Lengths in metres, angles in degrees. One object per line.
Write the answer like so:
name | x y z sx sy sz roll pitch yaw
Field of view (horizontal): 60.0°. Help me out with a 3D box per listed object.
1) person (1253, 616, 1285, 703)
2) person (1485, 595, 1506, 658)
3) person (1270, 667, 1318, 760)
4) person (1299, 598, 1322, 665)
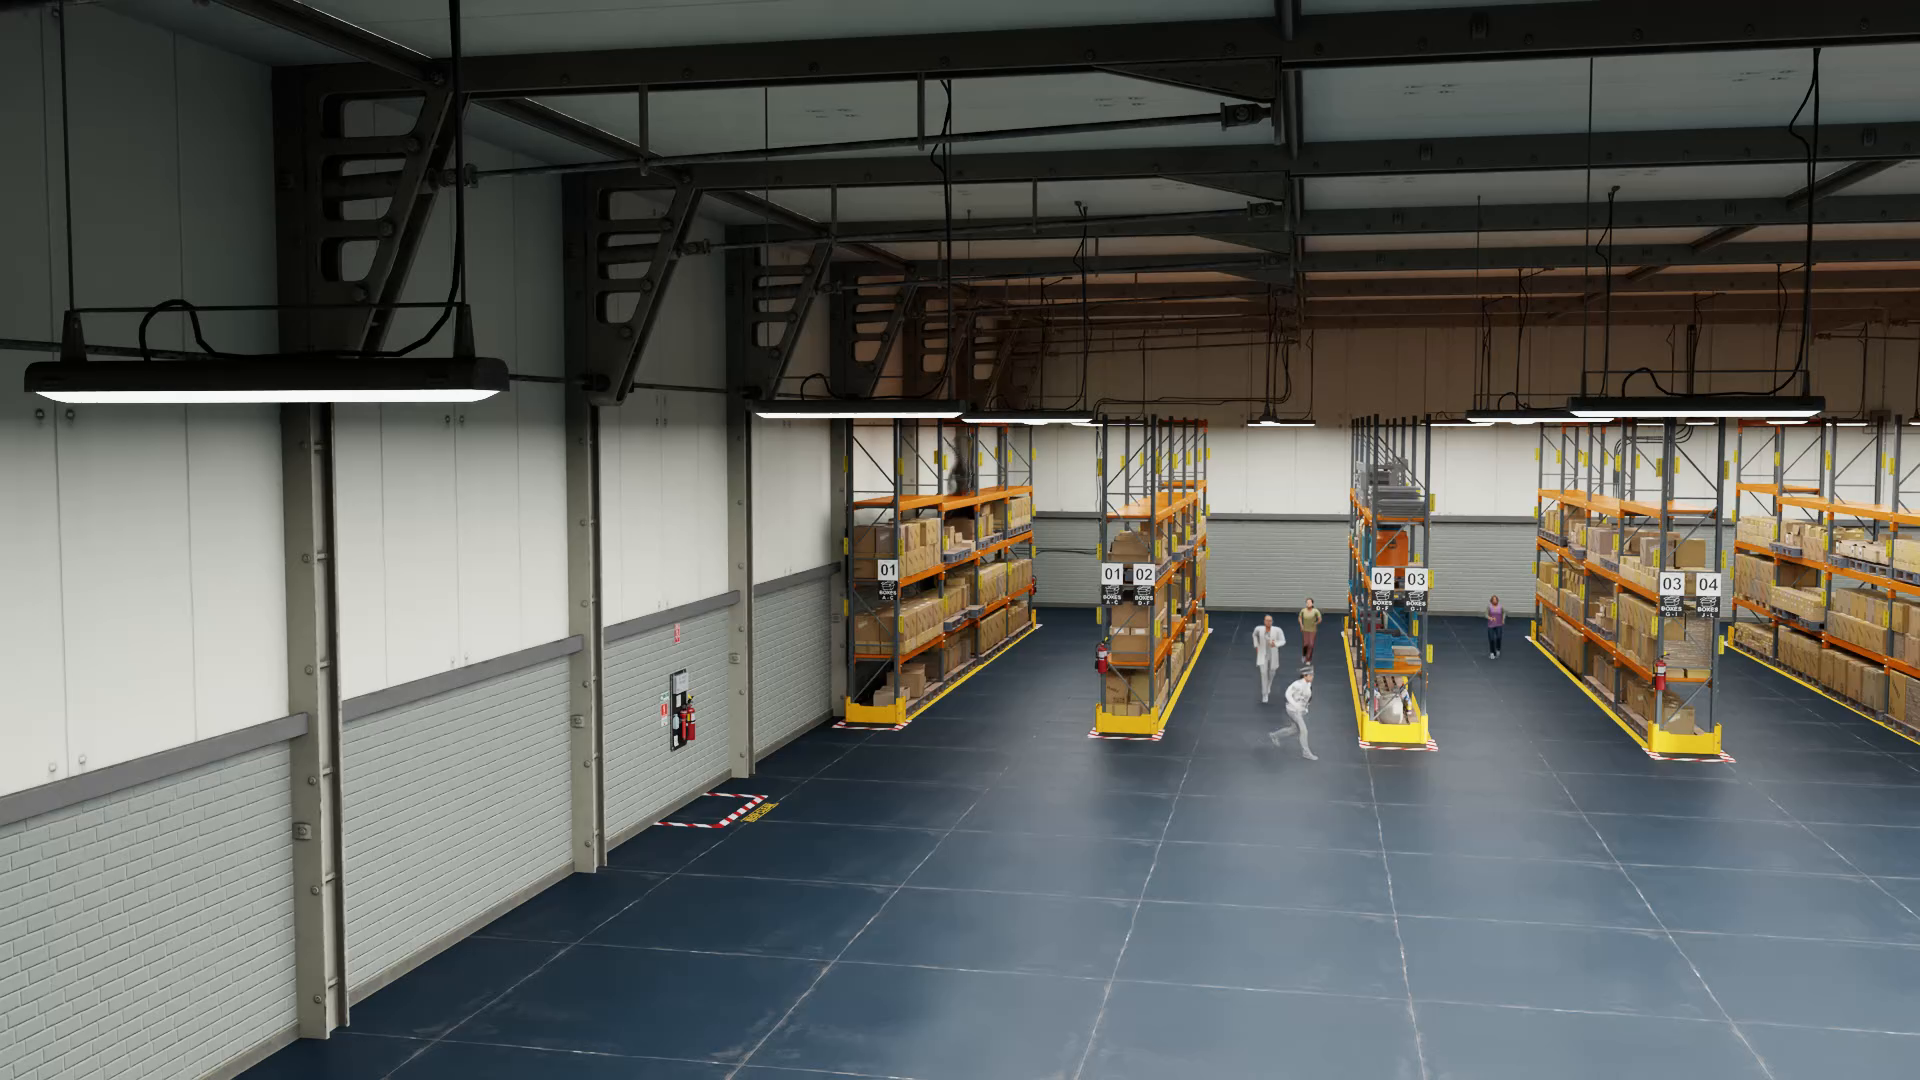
person | 6.551 2.556 35.268 0.653 1.748 1.117 0 4 5
person | 13.320 2.167 41.379 0.512 1.564 0.636 1 4 14
person | 5.800 2.984 29.001 0.932 1.621 0.625 4 5 44
person | 8.471 2.225 40.259 0.565 1.637 0.542 1 4 16
